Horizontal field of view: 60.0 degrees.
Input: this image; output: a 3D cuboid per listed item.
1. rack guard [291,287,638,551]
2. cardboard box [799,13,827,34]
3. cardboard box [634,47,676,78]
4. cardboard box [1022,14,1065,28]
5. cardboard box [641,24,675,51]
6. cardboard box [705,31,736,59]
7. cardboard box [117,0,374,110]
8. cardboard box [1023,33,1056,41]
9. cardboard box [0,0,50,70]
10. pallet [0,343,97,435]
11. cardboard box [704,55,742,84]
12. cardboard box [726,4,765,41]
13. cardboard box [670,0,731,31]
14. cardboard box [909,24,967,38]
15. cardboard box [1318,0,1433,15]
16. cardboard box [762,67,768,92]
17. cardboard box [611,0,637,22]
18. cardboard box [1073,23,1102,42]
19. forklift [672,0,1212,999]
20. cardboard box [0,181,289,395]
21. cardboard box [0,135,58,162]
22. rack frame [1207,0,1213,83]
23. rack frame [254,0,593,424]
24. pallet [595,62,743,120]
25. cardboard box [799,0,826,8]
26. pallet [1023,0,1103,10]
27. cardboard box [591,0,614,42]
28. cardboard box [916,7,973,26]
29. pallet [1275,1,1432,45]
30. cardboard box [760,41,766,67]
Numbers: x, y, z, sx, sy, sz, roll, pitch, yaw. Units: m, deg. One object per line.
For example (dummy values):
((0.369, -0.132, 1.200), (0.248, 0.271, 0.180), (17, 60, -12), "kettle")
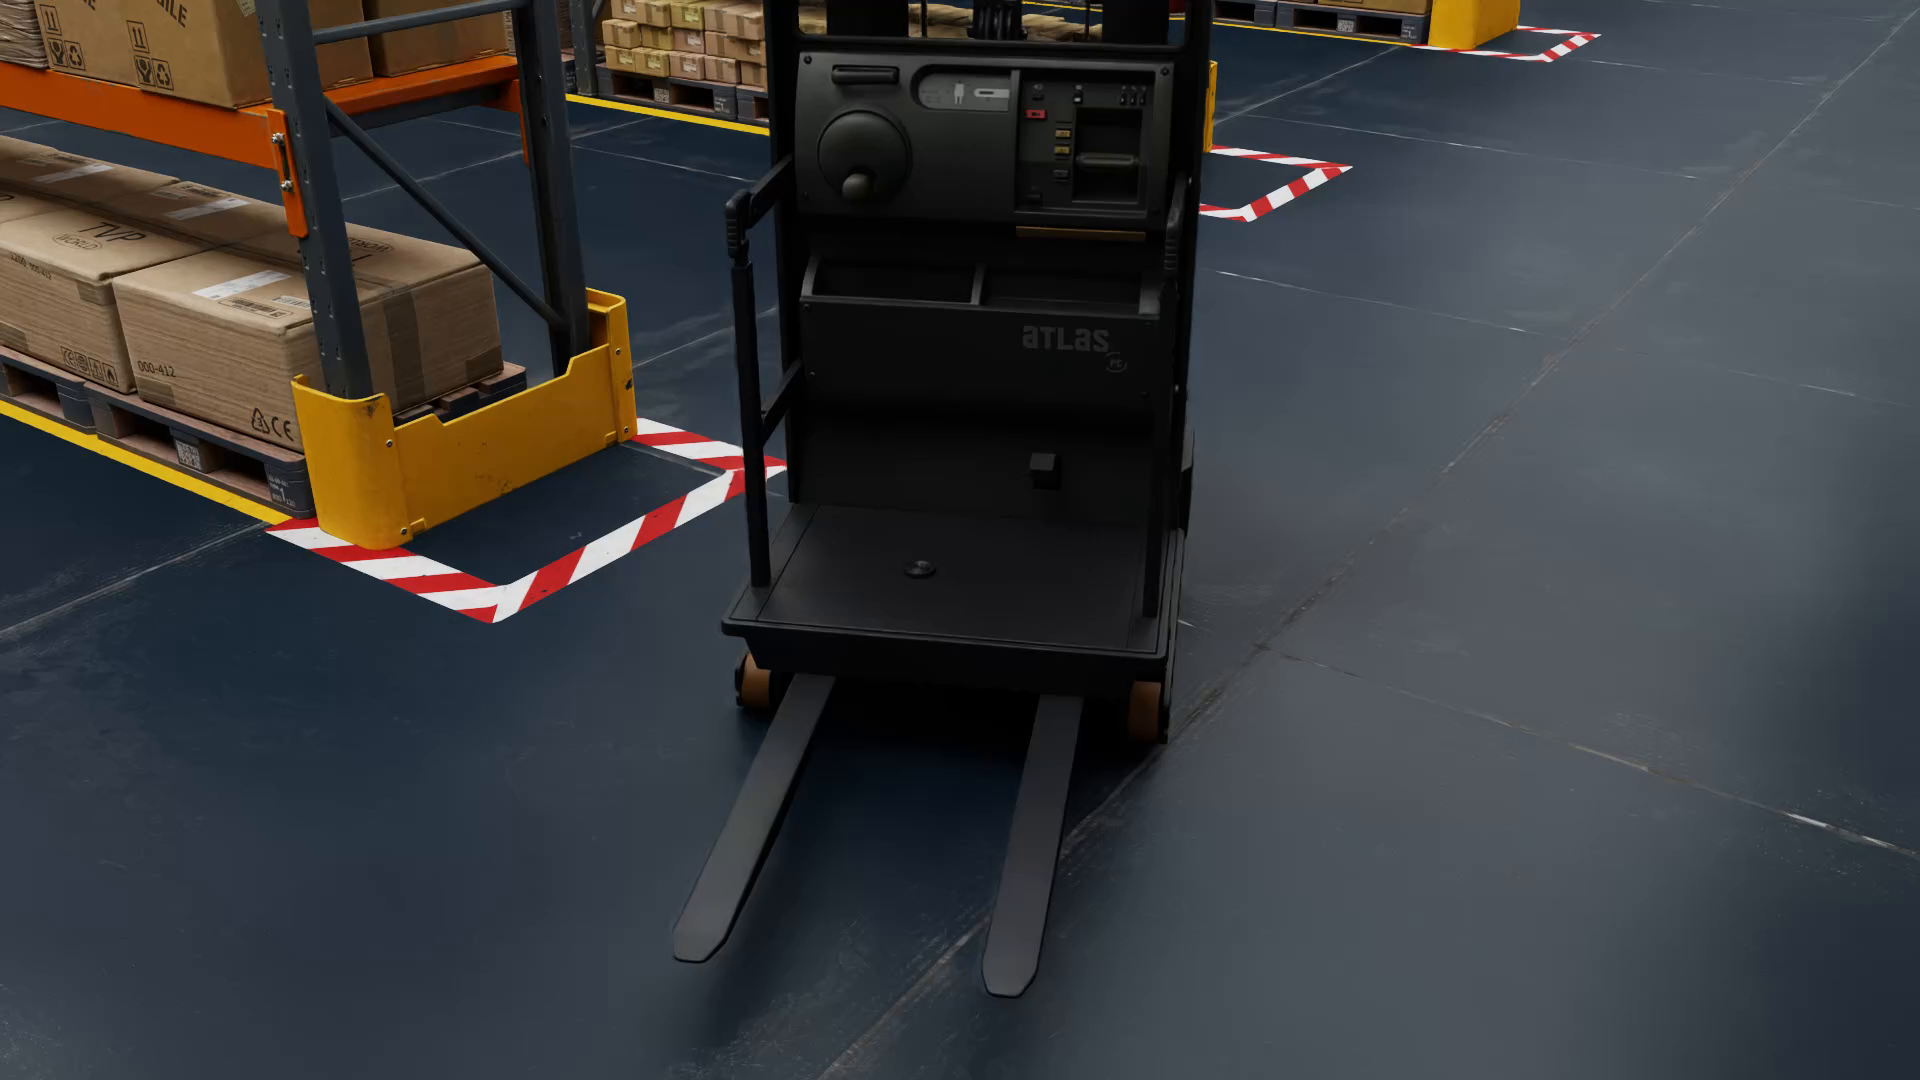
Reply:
((-1.610, -0.440, 5.564), (0.348, 0.500, 1.175), (17, 32, 30), "rack guard")
((-0.768, -3.069, 9.998), (0.250, 0.149, 0.380), (17, 32, 31), "cardboard box")
((-1.870, -3.099, 10.712), (0.250, 0.149, 0.380), (18, 32, 32), "cardboard box")
((0.419, -3.019, 9.899), (0.250, 0.149, 0.380), (17, 32, 30), "cardboard box")
((-1.831, -3.269, 10.719), (0.250, 0.149, 0.380), (18, 32, 31), "cardboard box")
((-1.389, -3.150, 10.484), (0.250, 0.149, 0.380), (16, 31, 28), "cardboard box")
((-2.178, -1.630, 5.035), (0.500, 0.500, 0.500), (18, 32, 31), "cardboard box")
((0.335, -2.746, 9.363), (0.250, 0.149, 0.380), (18, 32, 31), "cardboard box")
((-3.012, -1.893, 5.552), (0.500, 0.500, 0.500), (18, 32, 32), "cardboard box")
((-3.335, -0.807, 6.603), (1.213, 0.211, 1.003), (17, 32, 30), "pallet")
((-1.399, -3.008, 10.533), (0.250, 0.149, 0.380), (17, 31, 29), "cardboard box")
((-1.220, -3.186, 10.228), (0.250, 0.149, 0.380), (18, 32, 31), "cardboard box")
((-1.611, -3.340, 10.531), (0.250, 0.149, 0.380), (17, 31, 30), "cardboard box")
((-0.128, -2.855, 9.577), (0.250, 0.149, 0.380), (16, 31, 28), "cardboard box")
((3.408, -4.640, 12.940), (0.875, 0.875, 0.875), (17, 32, 30), "cardboard box")
((-0.997, -2.849, 10.221), (0.250, 0.149, 0.380), (16, 31, 29), "cardboard box")
((-2.041, -3.480, 10.805), (0.250, 0.149, 0.380), (19, 32, 32), "cardboard box")
((0.850, -2.880, 9.627), (0.250, 0.149, 0.380), (16, 31, 28), "cardboard box")
((0.022, -0.960, 3.905), (1.130, 2.935, 3.031), (4, 27, 8), "forklift")
((-2.990, -0.970, 6.210), (0.875, 0.438, 0.875), (18, 32, 32), "cardboard box")
((-4.470, -1.431, 7.117), (0.875, 0.438, 0.875), (17, 31, 30), "cardboard box")
((1.089, -3.437, 8.696), (0.127, 3.000, 1.000), (17, 32, 30), "rack frame")
((-1.630, -1.560, 5.009), (0.127, 3.000, 1.000), (17, 32, 30), "rack frame")
((-1.634, -3.062, 11.034), (1.213, 0.211, 1.003), (17, 32, 30), "pallet")
((-0.880, -3.409, 10.665), (0.250, 0.149, 0.380), (16, 31, 28), "cardboard box")
((1.266, -4.825, 14.499), (1.213, 0.211, 1.003), (17, 32, 30), "pallet")
((-2.667, -3.826, 11.754), (0.500, 0.500, 0.500), (19, 32, 32), "cardboard box")
((-0.055, -3.126, 10.110), (0.250, 0.149, 0.380), (19, 32, 32), "cardboard box")
((3.277, -4.199, 13.267), (1.213, 0.211, 1.003), (17, 32, 30), "pallet")
((-1.003, -2.982, 10.154), (0.250, 0.149, 0.380), (17, 32, 30), "cardboard box")
